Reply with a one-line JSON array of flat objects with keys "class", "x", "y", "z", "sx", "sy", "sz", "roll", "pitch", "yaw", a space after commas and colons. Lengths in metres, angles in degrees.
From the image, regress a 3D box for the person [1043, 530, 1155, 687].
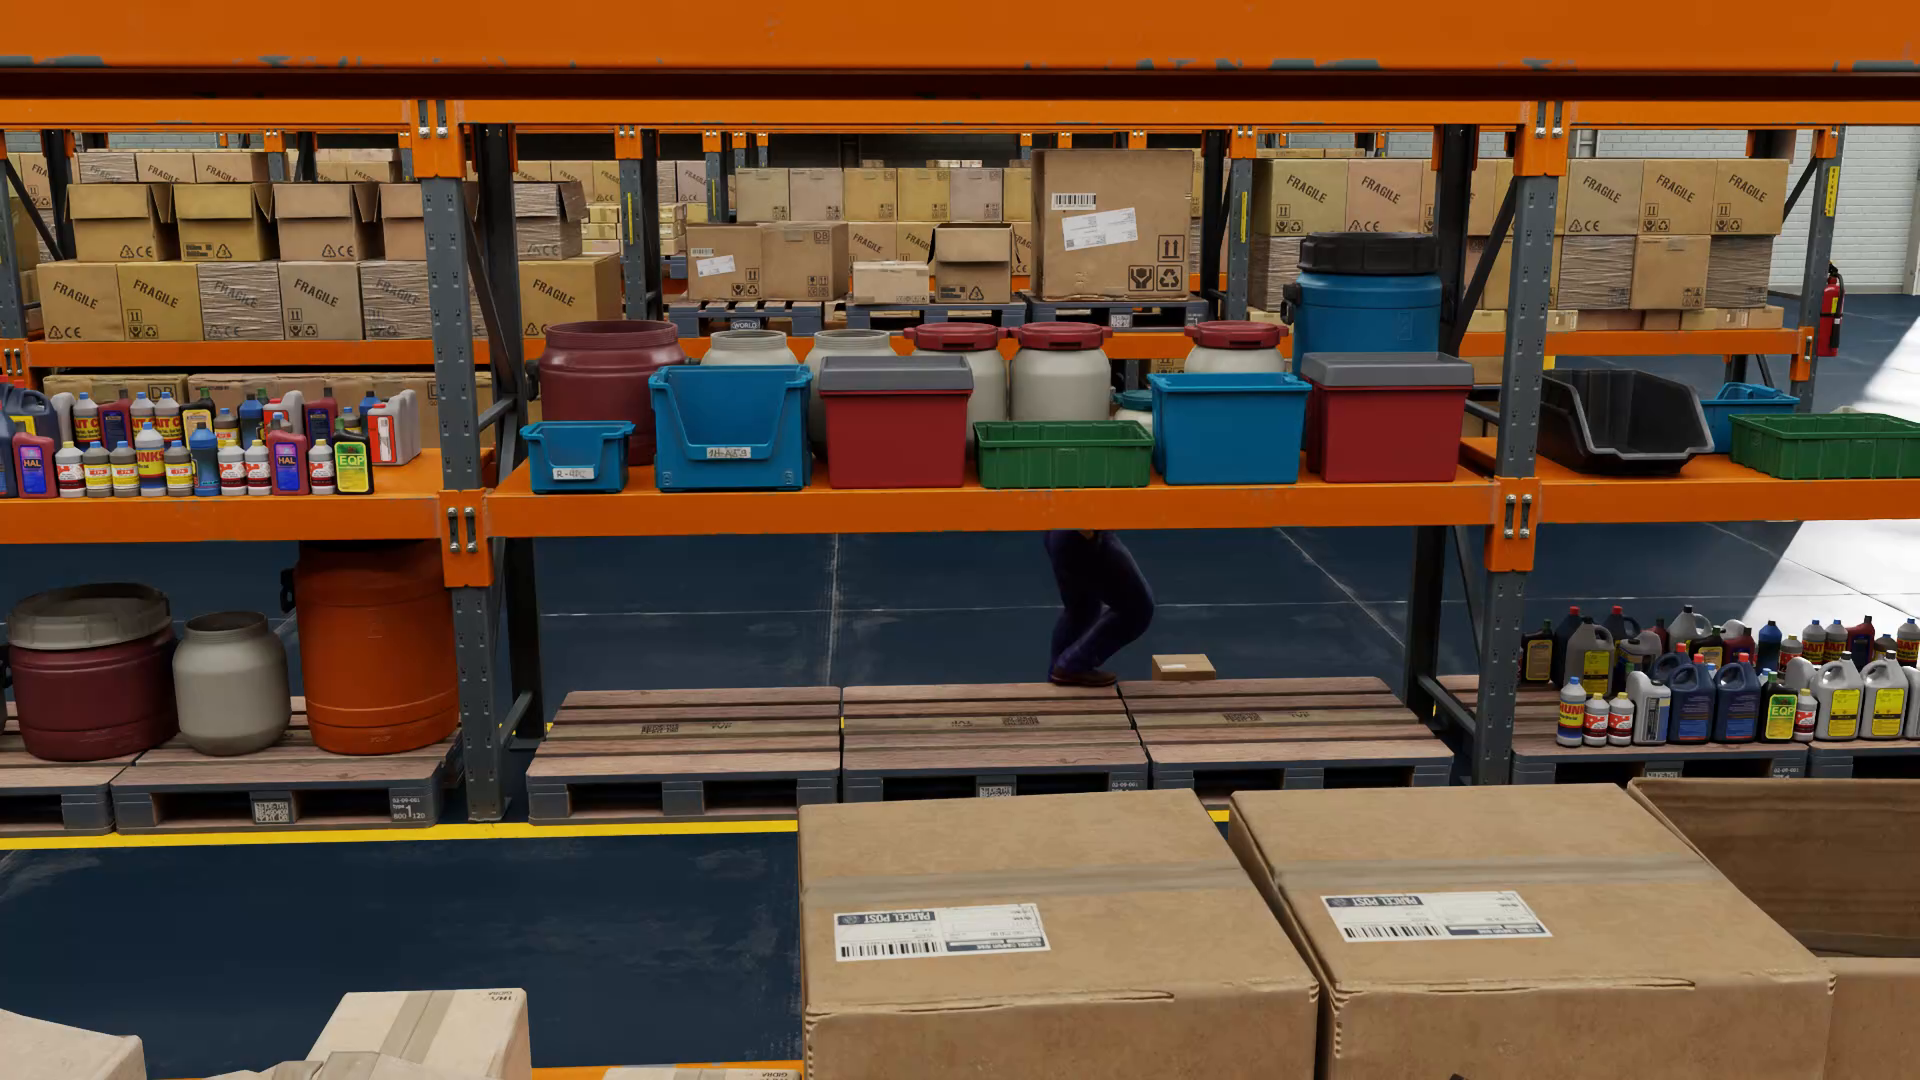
[{"class": "person", "x": 0.611, "y": 0.016, "z": 7.489, "sx": 0.498, "sy": 1.638, "sz": 0.473, "roll": 0, "pitch": 14, "yaw": -2}]
